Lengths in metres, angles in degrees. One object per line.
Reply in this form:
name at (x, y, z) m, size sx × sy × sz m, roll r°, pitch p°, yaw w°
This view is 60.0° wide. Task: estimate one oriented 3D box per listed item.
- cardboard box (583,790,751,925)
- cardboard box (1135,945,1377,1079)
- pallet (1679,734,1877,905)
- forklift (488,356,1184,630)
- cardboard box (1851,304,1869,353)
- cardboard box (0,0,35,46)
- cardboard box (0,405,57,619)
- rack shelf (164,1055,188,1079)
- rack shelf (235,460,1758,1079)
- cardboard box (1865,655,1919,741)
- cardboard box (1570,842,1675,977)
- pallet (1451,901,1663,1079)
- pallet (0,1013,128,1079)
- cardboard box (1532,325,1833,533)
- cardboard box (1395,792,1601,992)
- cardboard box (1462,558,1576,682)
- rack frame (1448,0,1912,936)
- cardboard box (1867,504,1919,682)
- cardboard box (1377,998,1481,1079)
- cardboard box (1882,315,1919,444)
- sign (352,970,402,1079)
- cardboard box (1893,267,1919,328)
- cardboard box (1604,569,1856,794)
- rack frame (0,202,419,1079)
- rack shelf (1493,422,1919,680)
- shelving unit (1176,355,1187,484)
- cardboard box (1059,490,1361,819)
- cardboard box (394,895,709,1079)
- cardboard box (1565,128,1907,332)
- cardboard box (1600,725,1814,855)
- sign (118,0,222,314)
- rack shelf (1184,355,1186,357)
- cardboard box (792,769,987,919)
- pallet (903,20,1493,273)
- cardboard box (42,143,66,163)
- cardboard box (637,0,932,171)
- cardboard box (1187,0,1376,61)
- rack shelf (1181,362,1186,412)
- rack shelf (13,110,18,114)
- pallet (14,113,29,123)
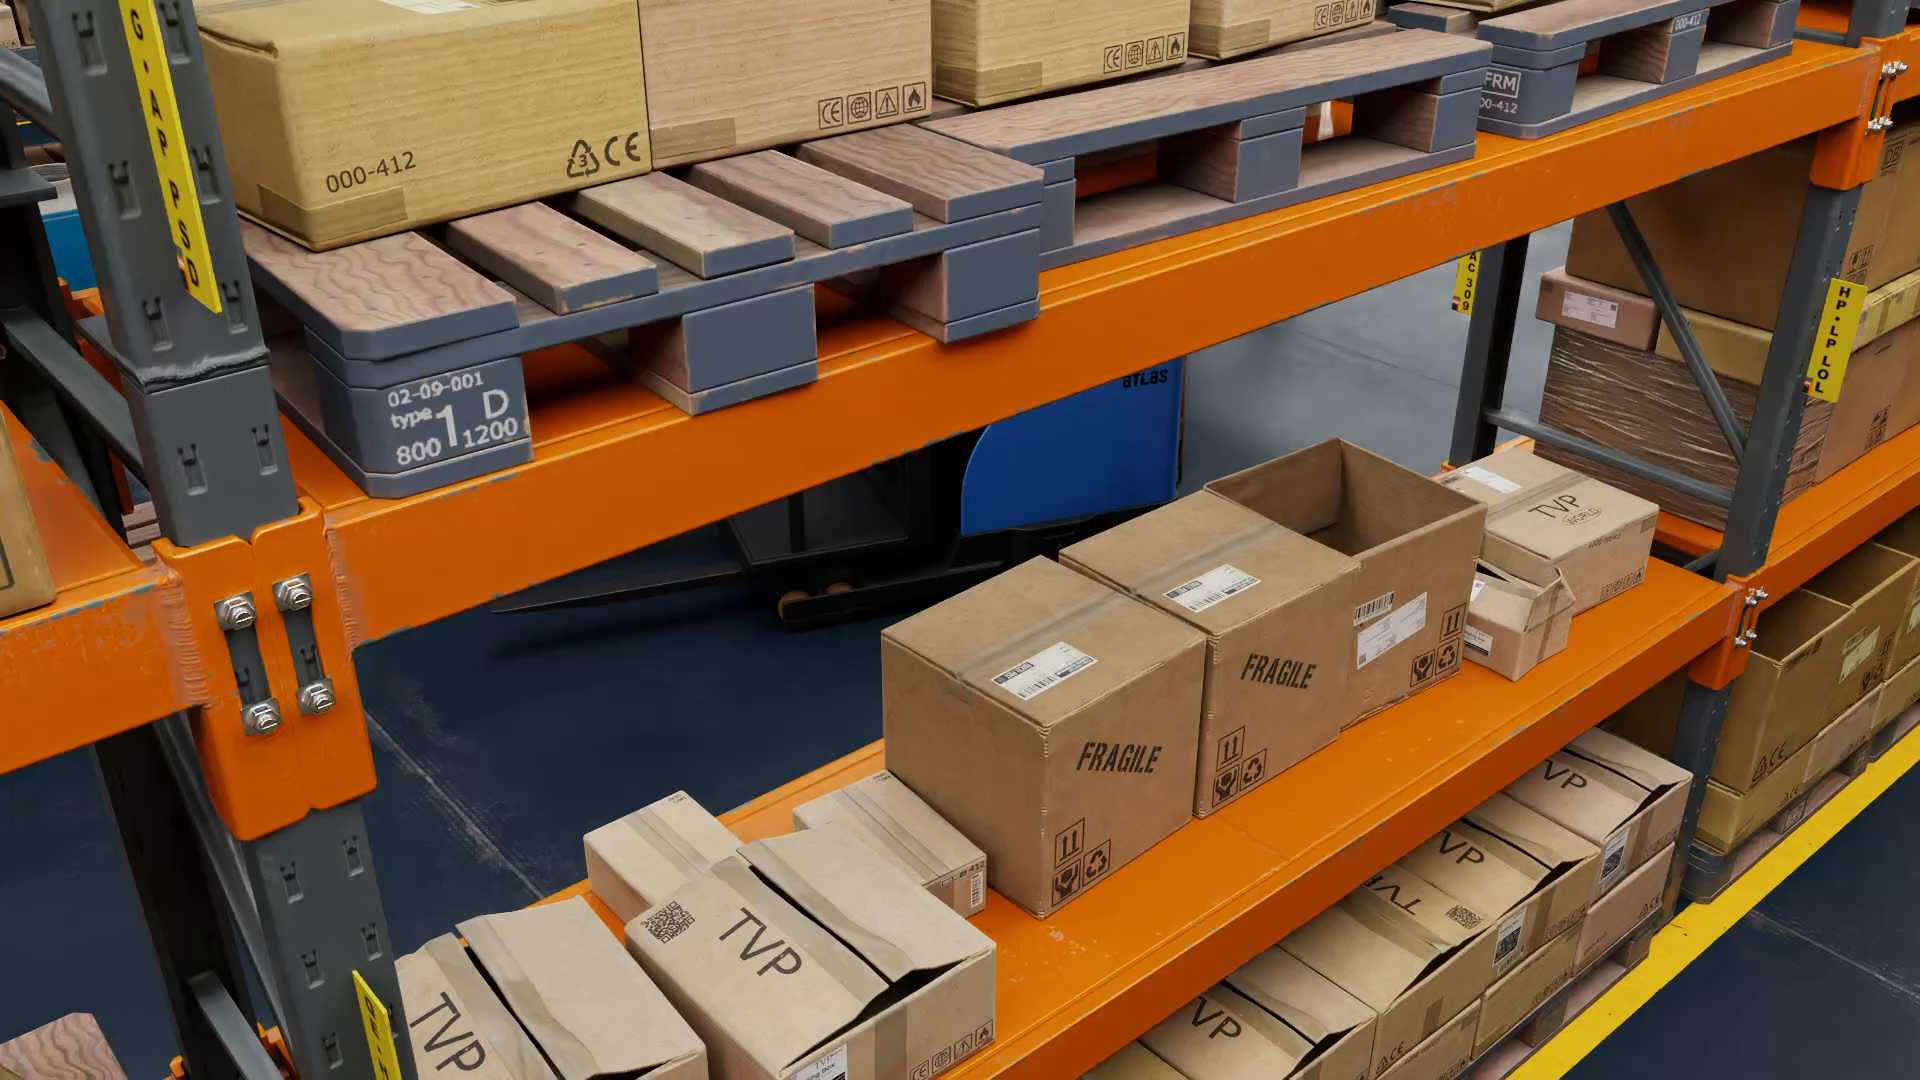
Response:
cardboard box at (-0.582, 0.717, 3.493) m, size 0.250 × 0.149 × 0.380 m, roll -22°, pitch 35°, yaw -35°
cardboard box at (0.676, 1.229, 4.145) m, size 0.500 × 0.311 × 0.500 m, roll -22°, pitch 35°, yaw -36°
pallet at (2.588, 0.758, 6.108) m, size 1.213 × 0.211 × 1.003 m, roll -22°, pitch 35°, yaw -35°
forklift at (-0.591, -1.193, 6.872) m, size 3.031 × 2.935 × 1.130 m, roll -10°, pitch 30°, yaw -17°
cardboard box at (2.477, -0.663, 5.014) m, size 0.250 × 0.149 × 0.380 m, roll -21°, pitch 35°, yaw -34°
cardboard box at (-5.730, -3.464, 10.494) m, size 0.637 × 0.503 × 0.797 m, roll -18°, pitch 33°, yaw -30°
cardboard box at (-1.397, -0.241, 1.731) m, size 0.500 × 0.500 × 0.910 m, roll -22°, pitch 35°, yaw -35°
rack shelf at (-2.609, 1.909, 1.758) m, size 4.000 × 0.370 × 1.077 m, roll -22°, pitch 35°, yaw -35°
rack shelf at (0.434, 0.686, 4.048) m, size 4.000 × 0.370 × 1.077 m, roll -22°, pitch 35°, yaw -35°
cardboard box at (3.273, 0.449, 6.200) m, size 0.500 × 0.250 × 0.500 m, roll -22°, pitch 35°, yaw -35°
cardboard box at (1.829, 1.015, 5.141) m, size 0.500 × 0.250 × 0.500 m, roll -22°, pitch 35°, yaw -35°
pallet at (1.421, 1.226, 5.233) m, size 1.213 × 0.211 × 1.003 m, roll -22°, pitch 35°, yaw -35°
pallet at (-1.557, 1.297, 2.344) m, size 1.003 × 0.211 × 1.213 m, roll -22°, pitch 35°, yaw -35°
cardboard box at (2.289, -0.426, 5.258) m, size 0.500 × 0.500 × 0.700 m, roll -23°, pitch 36°, yaw -36°
cardboard box at (1.442, 0.925, 4.714) m, size 0.500 × 0.311 × 0.500 m, roll -21°, pitch 34°, yaw -34°
cardboard box at (1.406, 0.151, 4.428) m, size 0.258 × 0.266 × 0.396 m, roll -23°, pitch 36°, yaw -36°
rack frame at (1.956, -0.244, 5.023) m, size 0.127 × 3.000 × 1.000 m, roll -22°, pitch 35°, yaw -35°
cardboard box at (3.273, 0.118, 6.024) m, size 0.500 × 0.500 × 0.500 m, roll -22°, pitch 35°, yaw -35°
cardboard box at (1.054, 1.325, 4.559) m, size 0.500 × 0.250 × 0.500 m, roll -21°, pitch 35°, yaw -34°
cardboard box at (3.071, -0.741, 5.849) m, size 0.500 × 0.500 × 0.700 m, roll -21°, pitch 35°, yaw -34°
sign at (-0.728, 0.696, 2.121) m, size 0.005 × 0.325 × 0.100 m, roll -22°, pitch 35°, yaw -35°
cardboard box at (2.871, -0.824, 5.314) m, size 0.250 × 0.149 × 0.380 m, roll -22°, pitch 35°, yaw -35°
cardboard box at (2.512, 0.424, 5.451) m, size 0.500 × 0.500 × 0.500 m, roll -22°, pitch 35°, yaw -35°
rack frame at (-1.087, 0.980, 2.734) m, size 0.127 × 3.000 × 1.000 m, roll -22°, pitch 35°, yaw -35°
rack shelf at (3.477, -0.538, 6.338) m, size 4.000 × 0.370 × 1.077 m, roll -22°, pitch 35°, yaw -35°
shelving unit at (0.927, -0.750, 8.030) m, size 0.252 × 1.050 × 0.215 m, roll -19°, pitch 31°, yaw -31°
cardboard box at (0.579, 0.256, 3.983) m, size 0.500 × 0.500 × 0.500 m, roll -22°, pitch 35°, yaw -35°
cardboard box at (-0.782, 0.924, 2.933) m, size 0.500 × 0.311 × 0.500 m, roll -19°, pitch 34°, yaw -32°
cardboard box at (2.289, -0.998, 4.952) m, size 0.500 × 0.500 × 0.700 m, roll -22°, pitch 35°, yaw -35°
cardboard box at (2.505, 0.751, 5.634) m, size 0.500 × 0.250 × 0.500 m, roll -22°, pitch 35°, yaw -35°
sign at (-0.736, -0.376, 1.539) m, size 0.005 × 0.325 × 0.100 m, roll -22°, pitch 35°, yaw -35°
rack shelf at (0.921, -0.995, 7.909) m, size 0.240 × 0.259 × 0.215 m, roll -19°, pitch 31°, yaw -31°
cardboard box at (-0.153, 0.681, 3.561) m, size 0.250 × 0.149 × 0.380 m, roll -19°, pitch 34°, yaw -31°
pallet at (0.220, -0.842, 3.162) m, size 1.213 × 0.211 × 1.003 m, roll -20°, pitch 34°, yaw -33°
cardboard box at (-5.752, -2.398, 11.240) m, size 0.700 × 0.500 × 0.500 m, roll 25°, pitch 37°, yaw 38°
cardboard box at (-0.391, -0.788, 2.573) m, size 0.500 × 0.250 × 0.500 m, roll -21°, pitch 34°, yaw -34°
cardboard box at (0.462, -1.123, 3.199) m, size 0.500 × 0.250 × 0.500 m, roll 25°, pitch 37°, yaw 38°
rack shelf at (0.928, -0.740, 8.035) m, size 0.240 × 0.259 × 0.215 m, roll -19°, pitch 31°, yaw -31°
rack shelf at (-5.992, -2.868, 10.697) m, size 4.000 × 0.370 × 1.077 m, roll -22°, pitch 35°, yaw -35°
pallet at (-8.151, -4.113, 15.223) m, size 1.213 × 0.211 × 1.003 m, roll -22°, pitch 35°, yaw -35°
